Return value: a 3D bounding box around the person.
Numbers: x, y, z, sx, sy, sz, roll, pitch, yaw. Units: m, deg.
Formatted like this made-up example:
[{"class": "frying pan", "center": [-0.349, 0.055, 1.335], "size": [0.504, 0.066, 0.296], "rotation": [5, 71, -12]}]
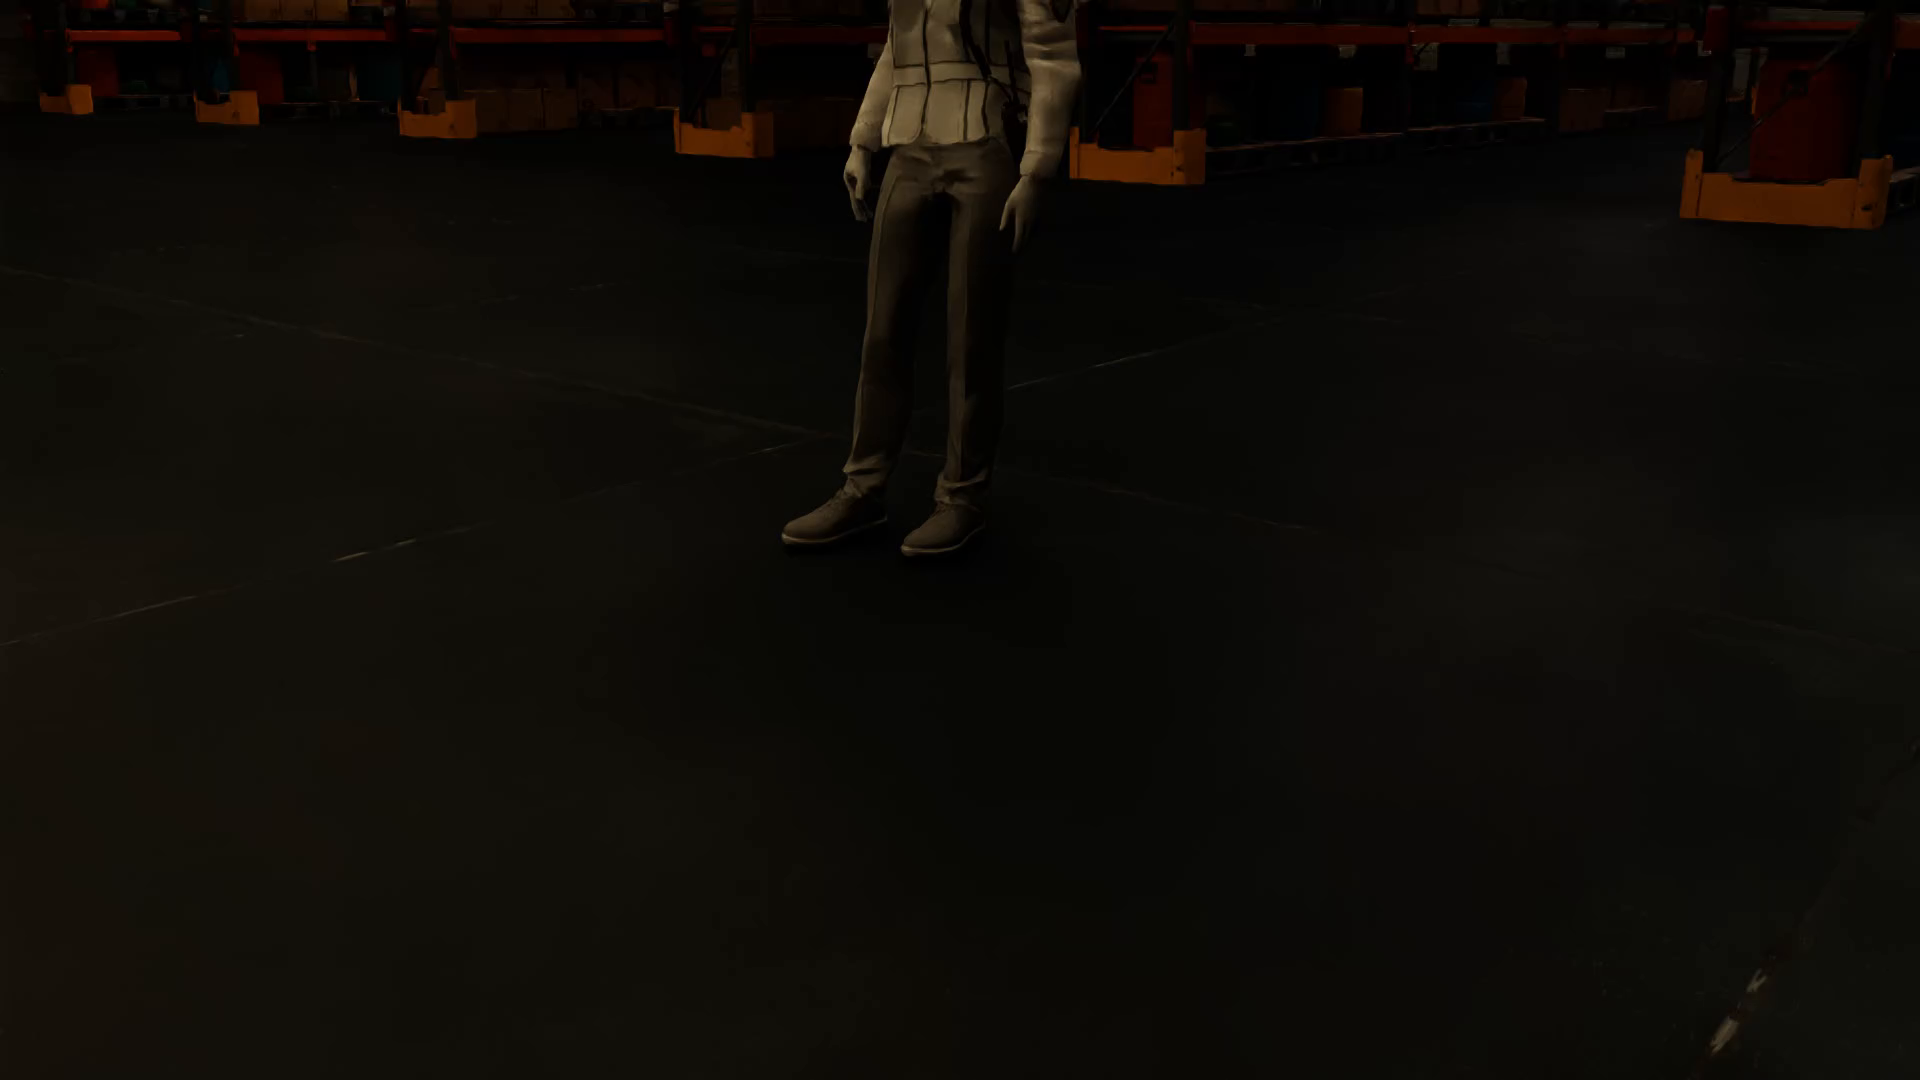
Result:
[{"class": "person", "center": [-0.049, -0.804, 3.648], "size": [0.586, 1.695, 0.533], "rotation": [13, 21, 37]}]
